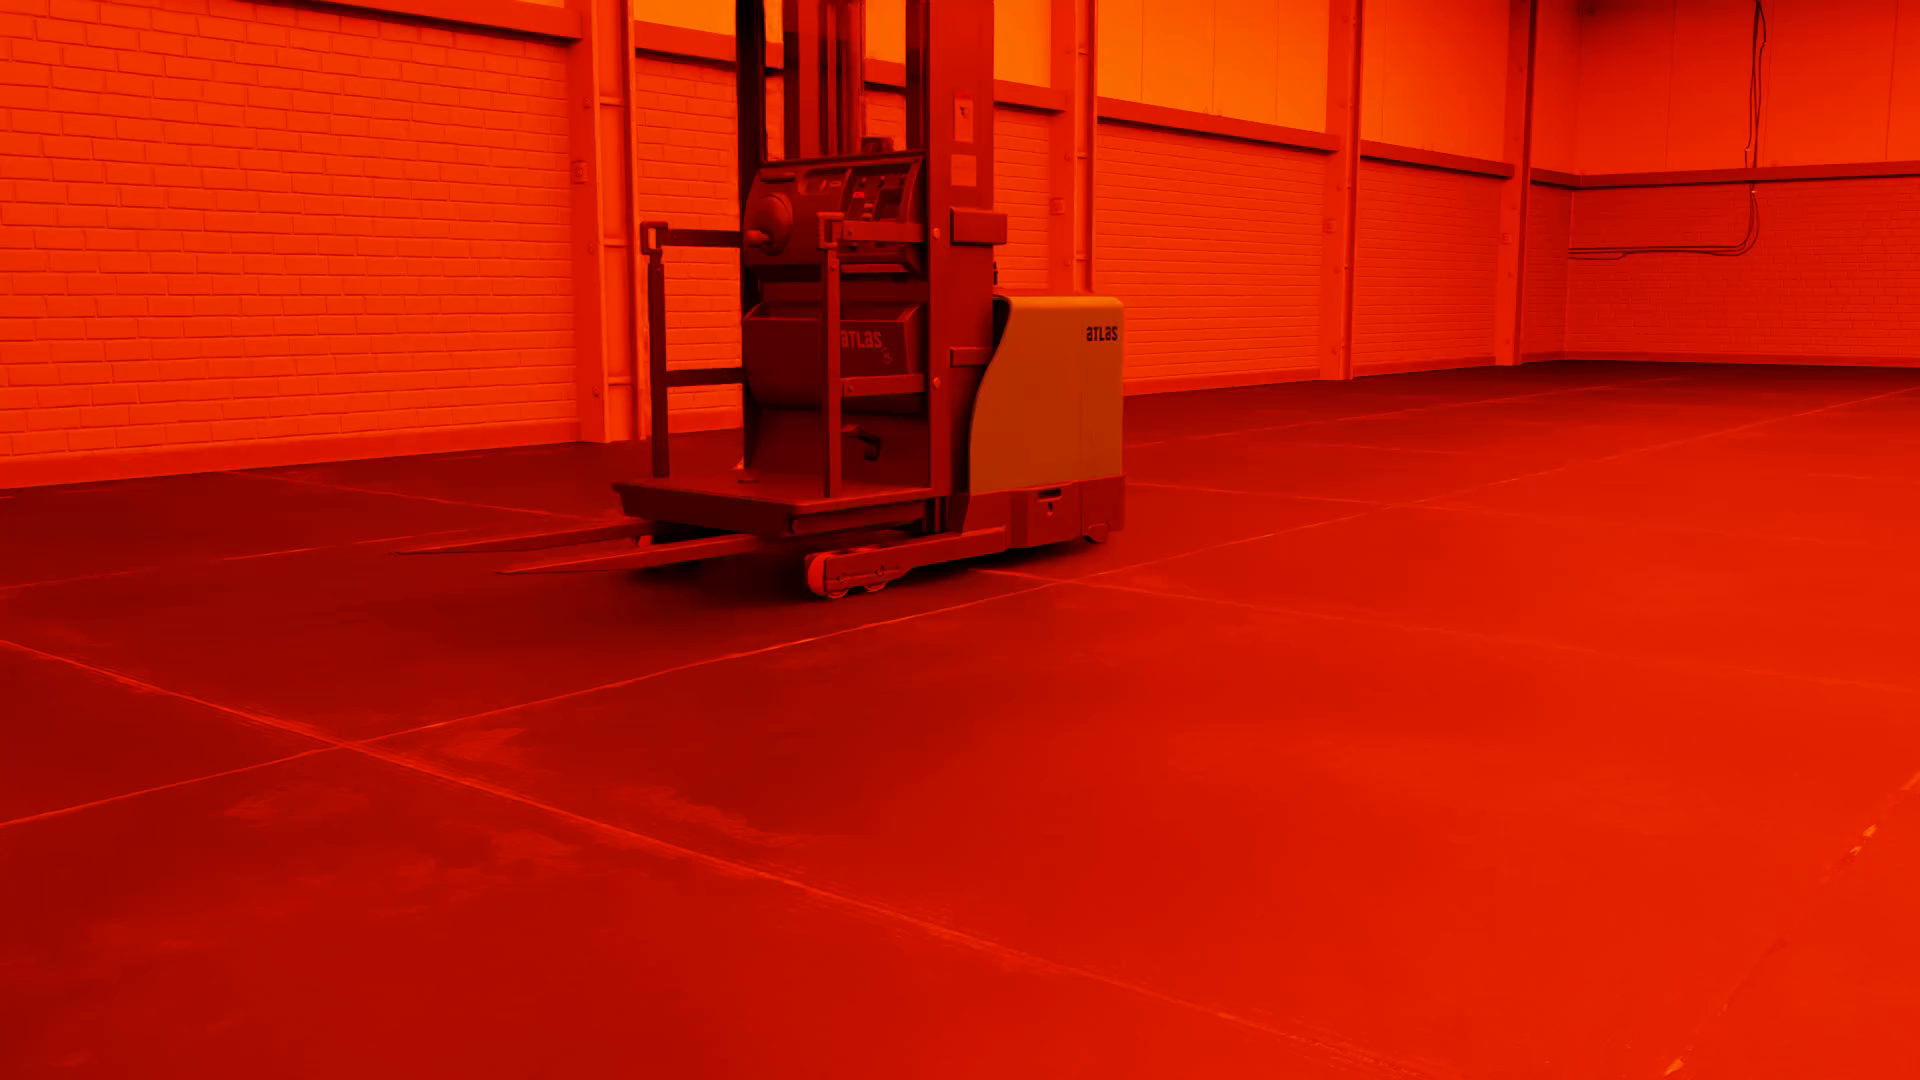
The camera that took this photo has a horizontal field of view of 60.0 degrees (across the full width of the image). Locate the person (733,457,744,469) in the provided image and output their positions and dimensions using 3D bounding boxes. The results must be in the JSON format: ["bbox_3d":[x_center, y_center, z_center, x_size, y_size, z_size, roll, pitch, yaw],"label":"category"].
[{"bbox_3d":[-0.598,-0.948,8.475,0.848,1.566,1.301,-6,10,-37],"label":"person"}]

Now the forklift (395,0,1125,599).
[{"bbox_3d":[-0.644,-1.321,6.311,1.130,2.935,3.031,7,11,42],"label":"forklift"}]
